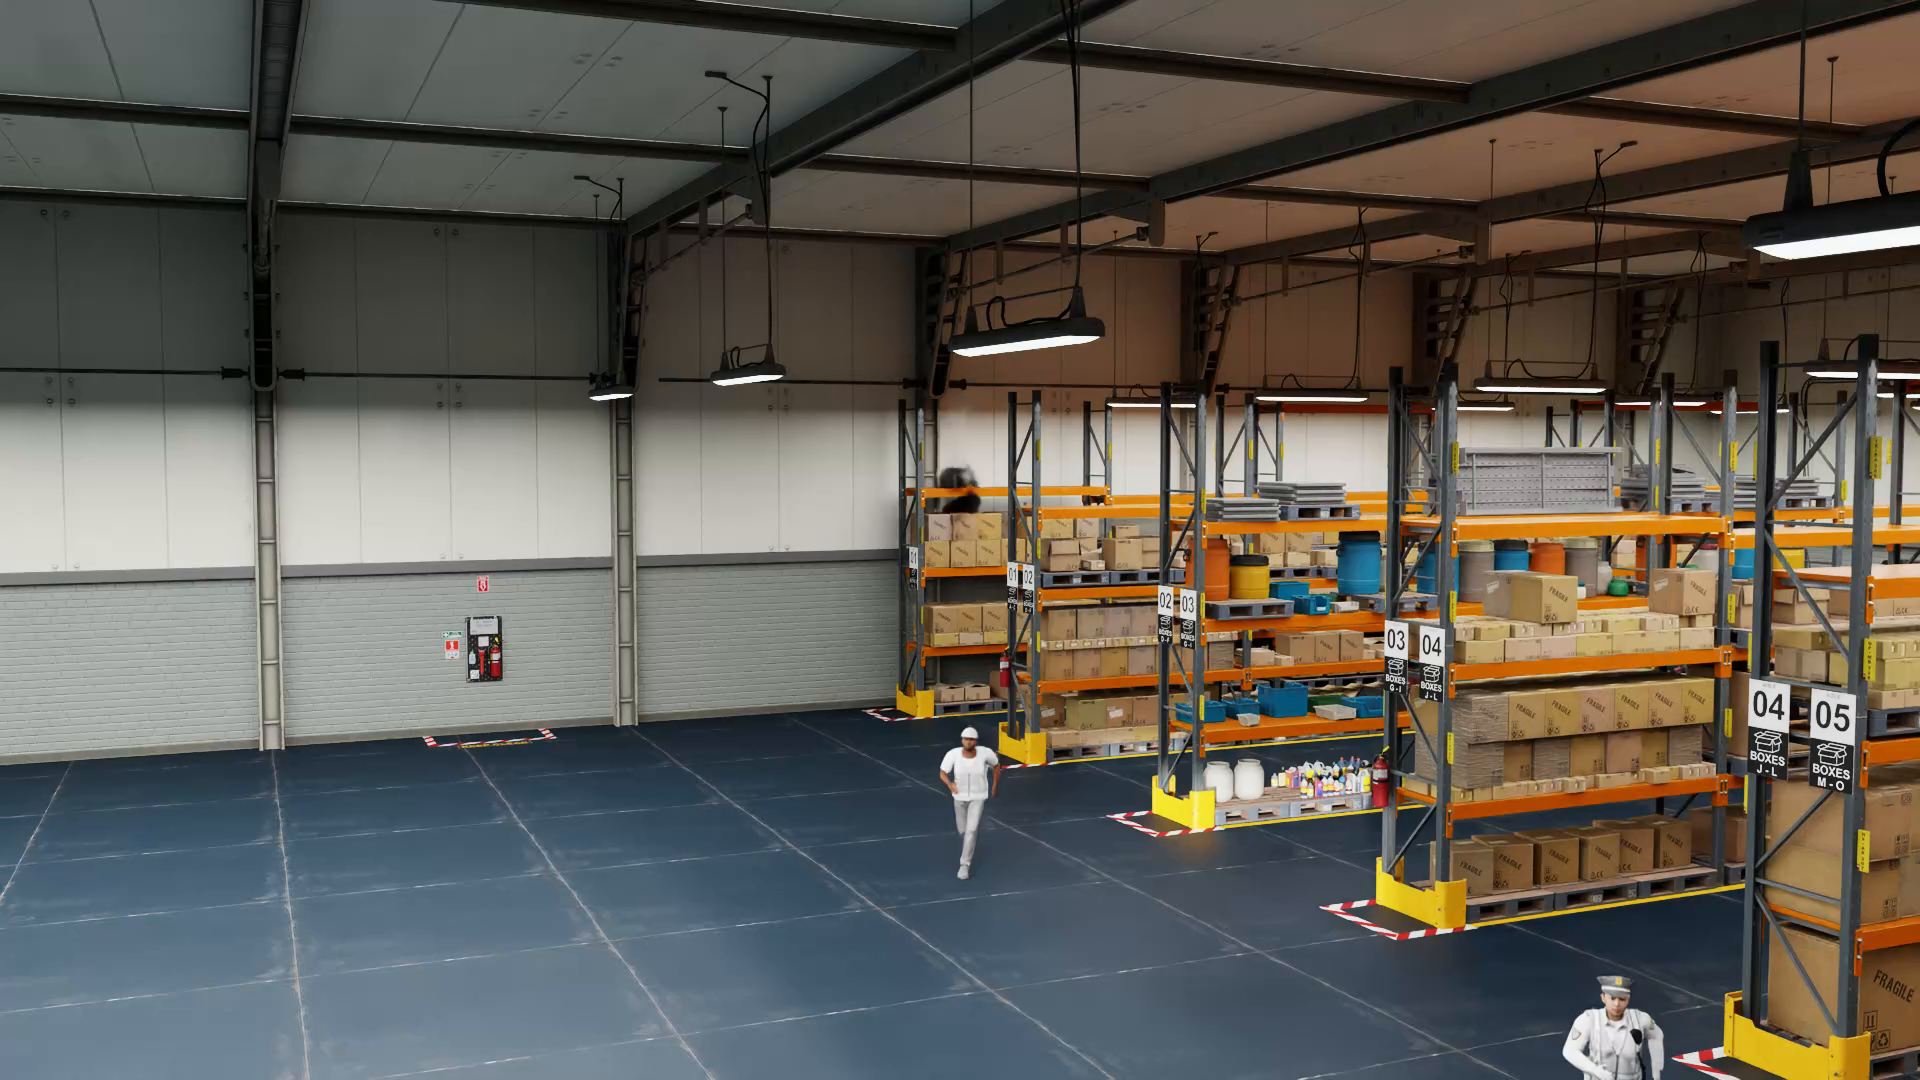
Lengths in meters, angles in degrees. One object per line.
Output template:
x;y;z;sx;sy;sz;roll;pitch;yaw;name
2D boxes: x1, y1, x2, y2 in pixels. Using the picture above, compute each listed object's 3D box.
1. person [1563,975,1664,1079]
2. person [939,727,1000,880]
4.326;3.678;11.023;0.636;1.719;0.949;1;4;18;person
0.111;3.111;20.063;0.725;1.757;1.008;0;3;6;person
